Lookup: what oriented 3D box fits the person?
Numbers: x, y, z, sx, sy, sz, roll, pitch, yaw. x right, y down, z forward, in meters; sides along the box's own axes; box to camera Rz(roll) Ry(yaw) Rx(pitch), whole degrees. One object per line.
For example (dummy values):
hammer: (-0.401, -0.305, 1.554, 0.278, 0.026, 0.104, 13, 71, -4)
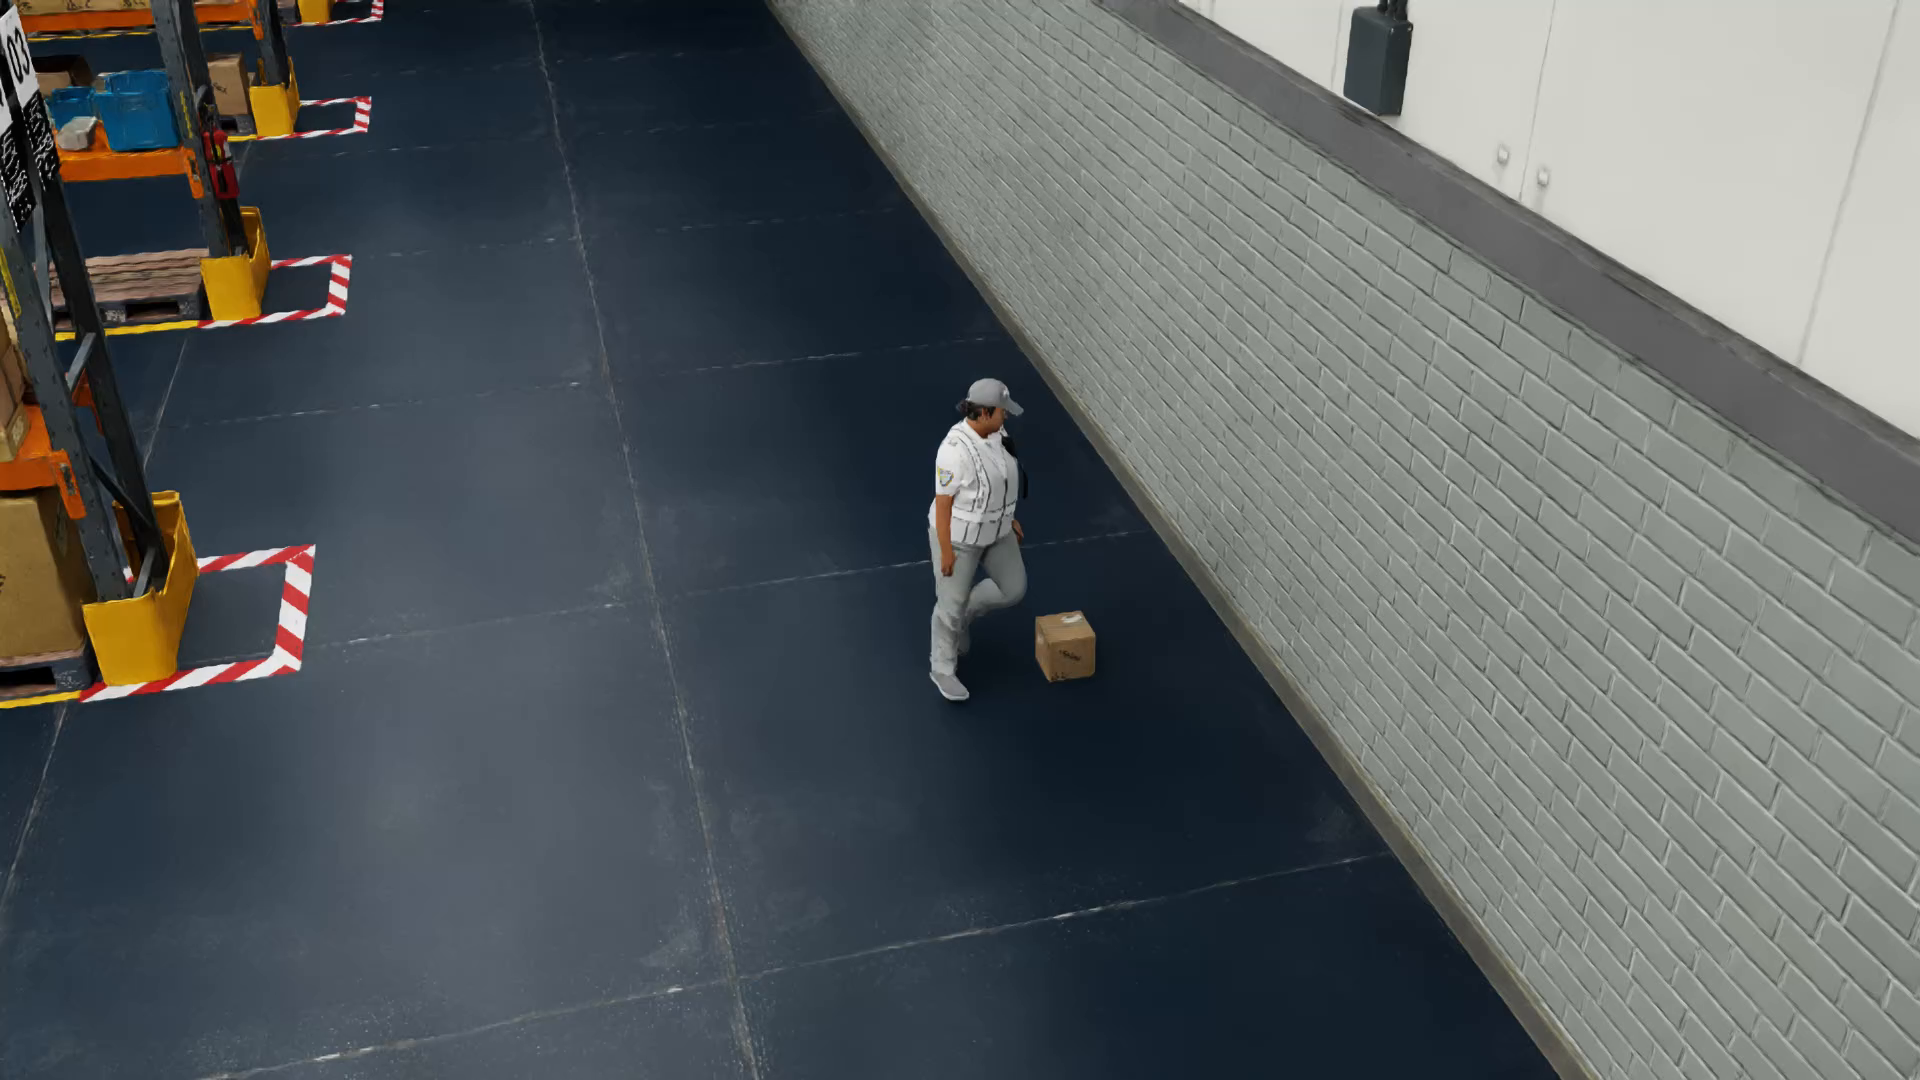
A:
person: (0.036, -0.045, 8.296, 0.487, 1.640, 0.588, 24, 38, 35)
